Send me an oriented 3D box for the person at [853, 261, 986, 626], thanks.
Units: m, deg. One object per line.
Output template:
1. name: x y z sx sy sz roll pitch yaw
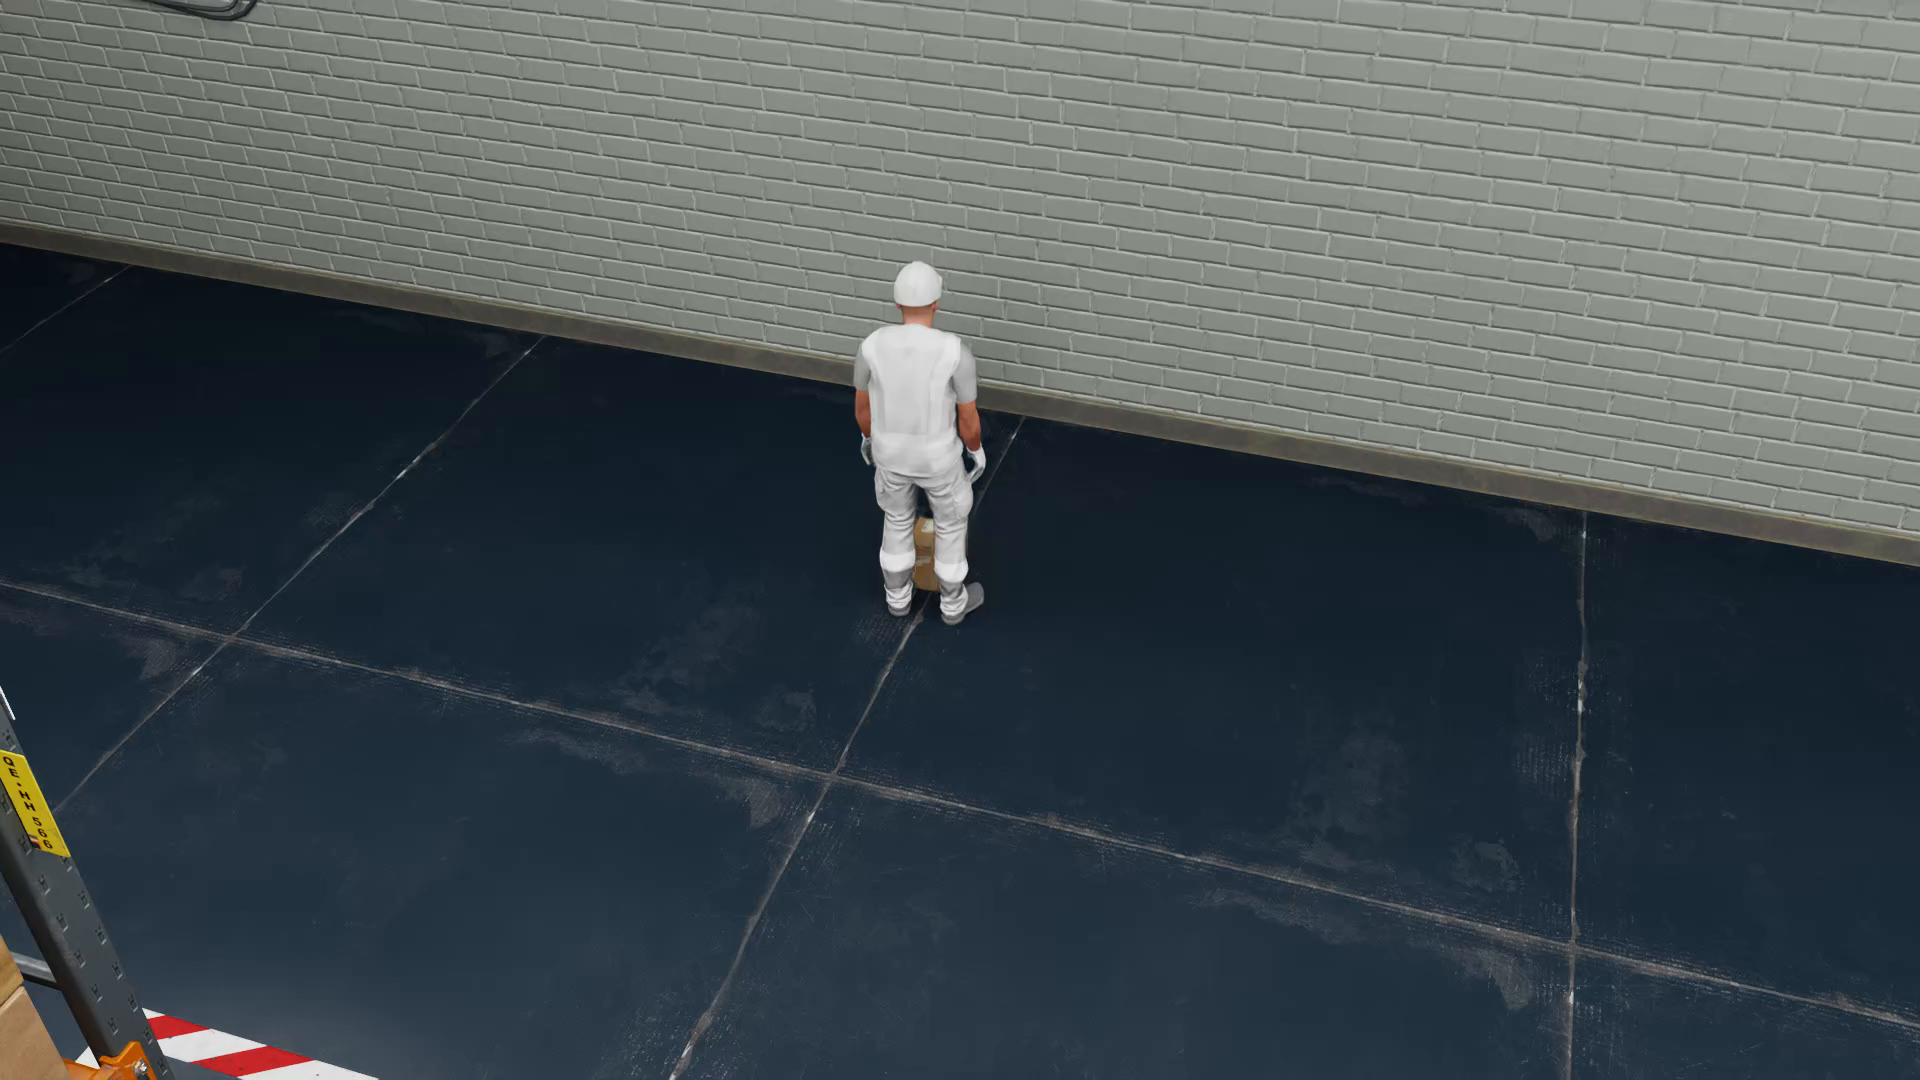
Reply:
1. person: -0.174 -0.398 7.413 0.579 1.780 0.441 9 38 12
